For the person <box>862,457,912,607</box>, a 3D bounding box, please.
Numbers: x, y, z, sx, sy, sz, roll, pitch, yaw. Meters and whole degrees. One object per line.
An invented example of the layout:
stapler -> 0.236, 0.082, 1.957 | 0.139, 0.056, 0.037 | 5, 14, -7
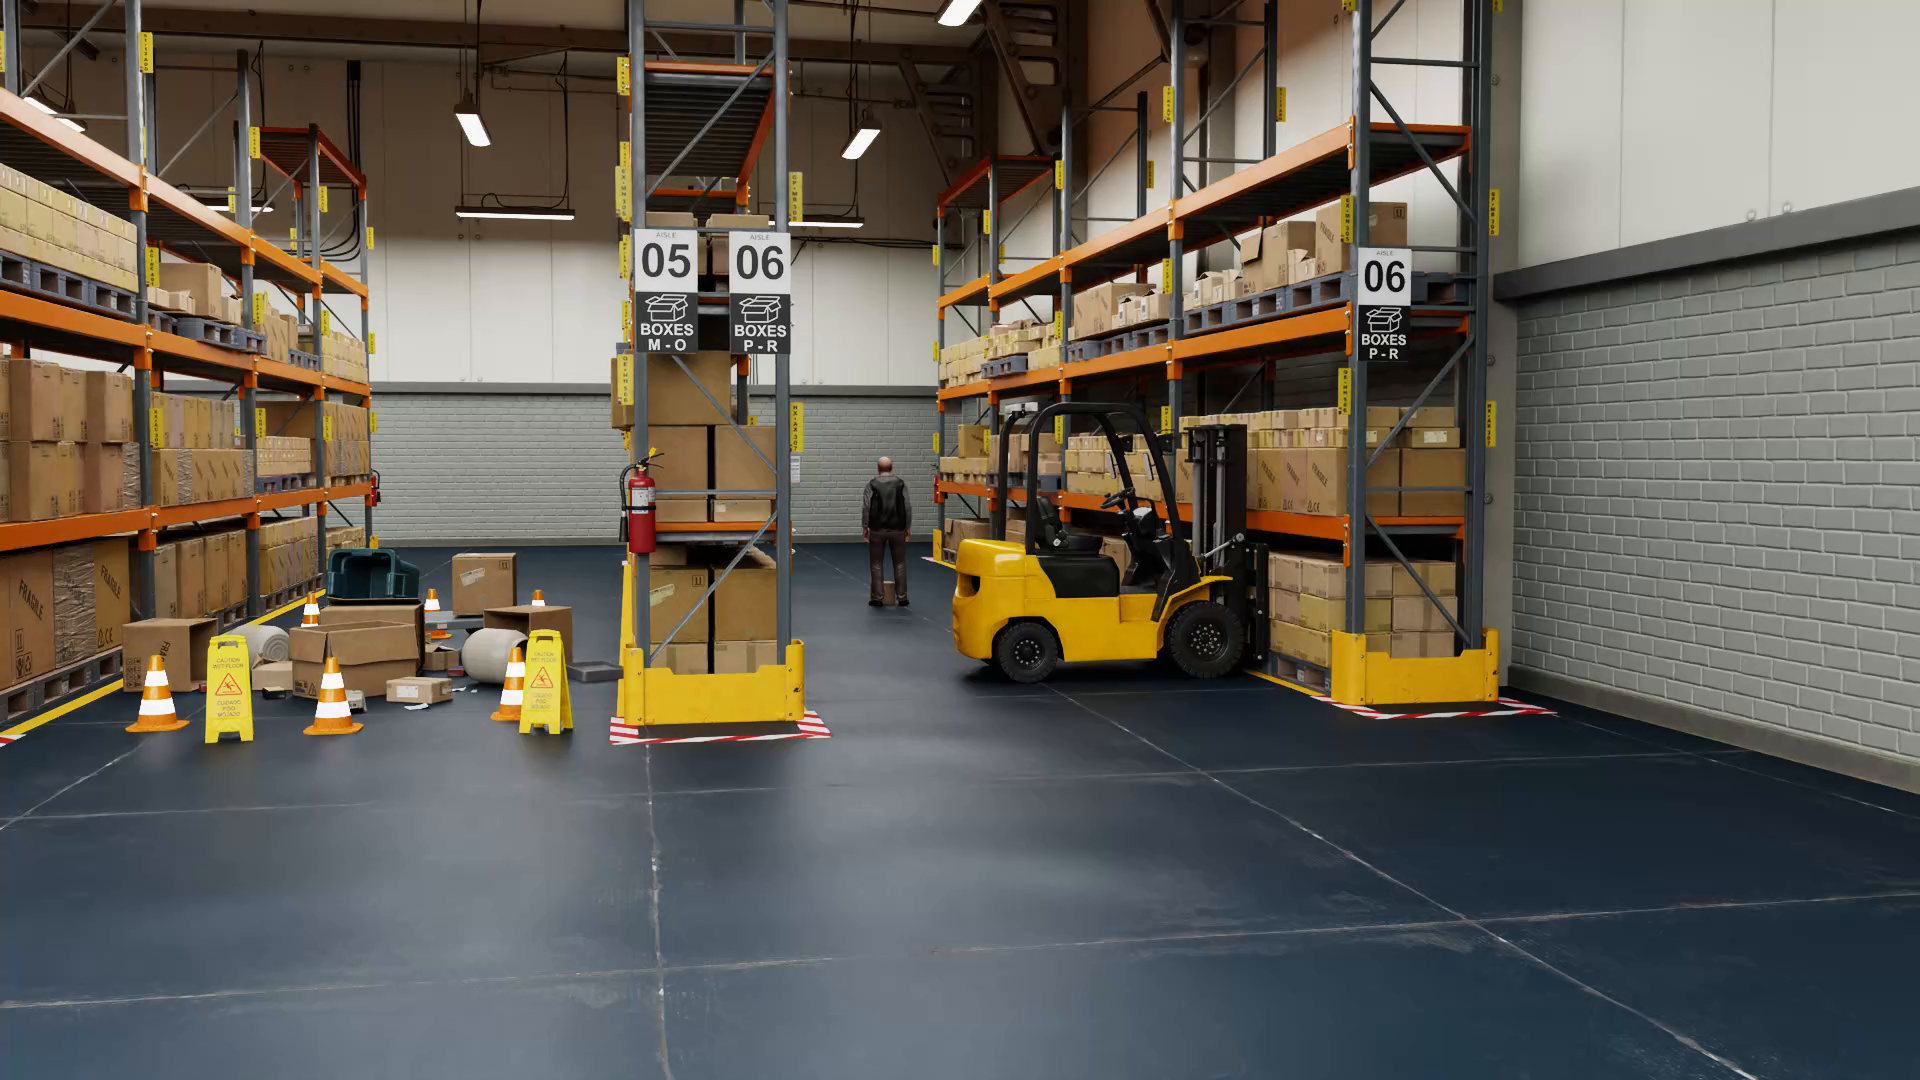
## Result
person -> -0.841, -0.099, 19.214 | 0.580, 1.721, 0.414 | -1, 3, -11
